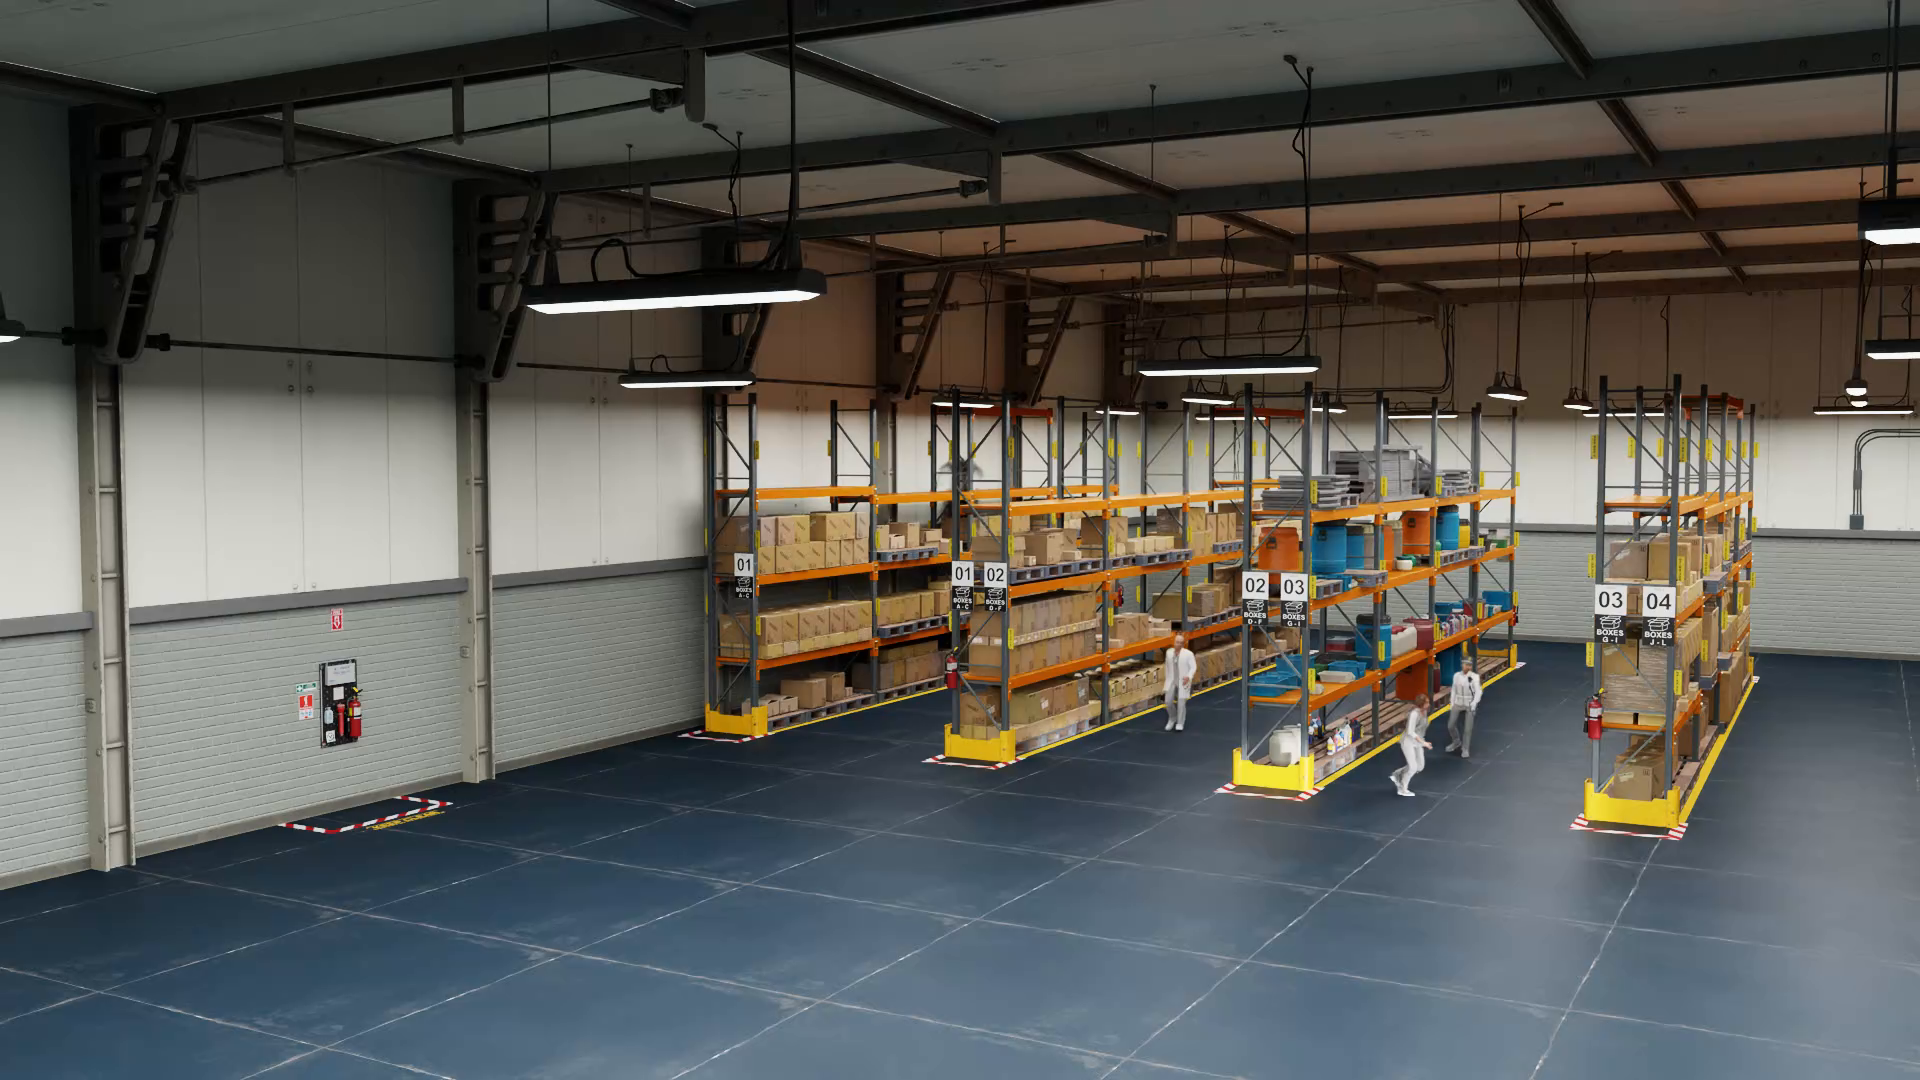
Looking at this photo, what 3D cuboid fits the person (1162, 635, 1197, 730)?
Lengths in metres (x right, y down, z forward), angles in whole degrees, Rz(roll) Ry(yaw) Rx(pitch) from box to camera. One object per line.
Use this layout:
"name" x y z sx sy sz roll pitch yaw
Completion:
"person" 3.861 2.534 29.346 0.670 1.725 0.881 1 3 19

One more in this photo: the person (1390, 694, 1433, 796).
"person" 6.507 2.950 23.954 0.693 1.516 0.519 3 4 42

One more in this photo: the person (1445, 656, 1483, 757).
"person" 8.189 2.715 27.076 0.636 1.672 0.626 2 4 31
